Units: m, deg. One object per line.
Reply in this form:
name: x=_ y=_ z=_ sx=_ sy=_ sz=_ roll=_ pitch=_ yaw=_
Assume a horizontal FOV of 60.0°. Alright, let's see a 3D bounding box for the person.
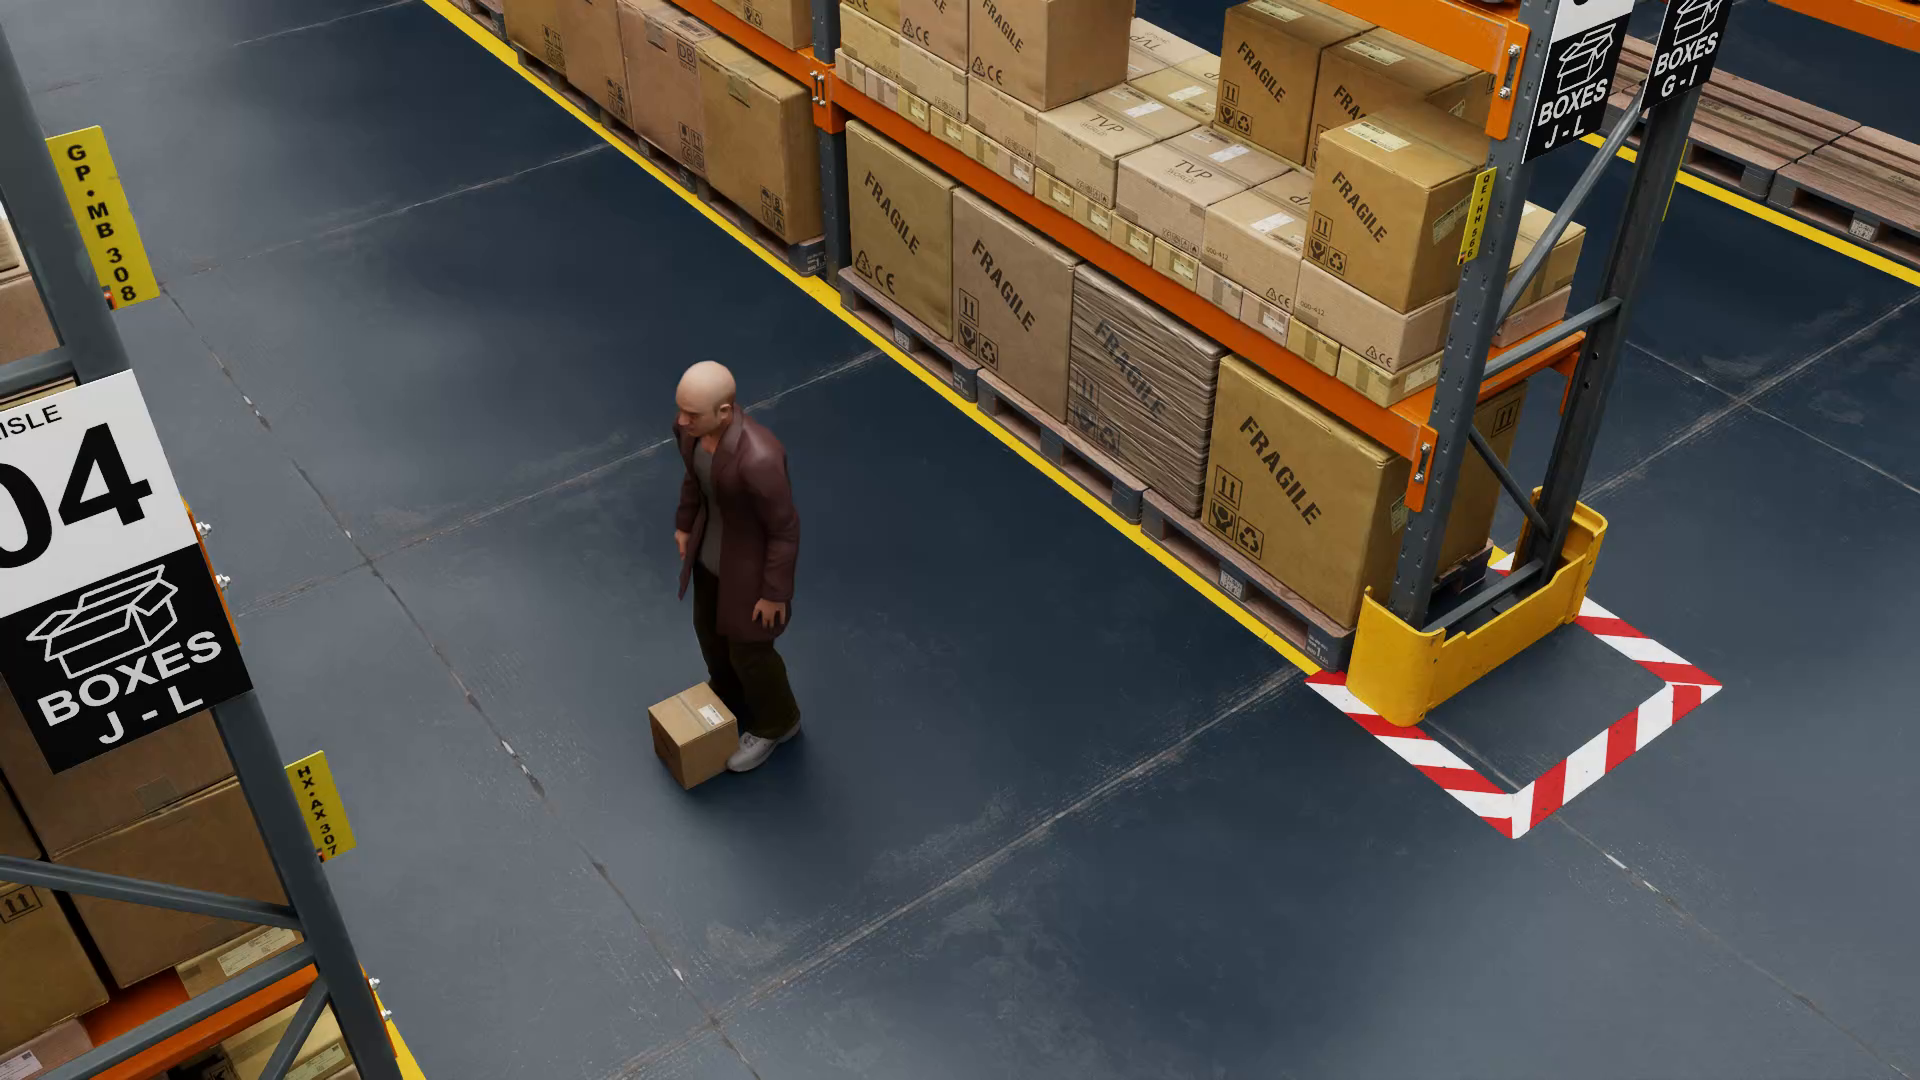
person: x=-0.826 y=0.077 z=6.077 sx=0.429 sy=1.772 sz=0.647 roll=-29 pitch=48 yaw=-30
